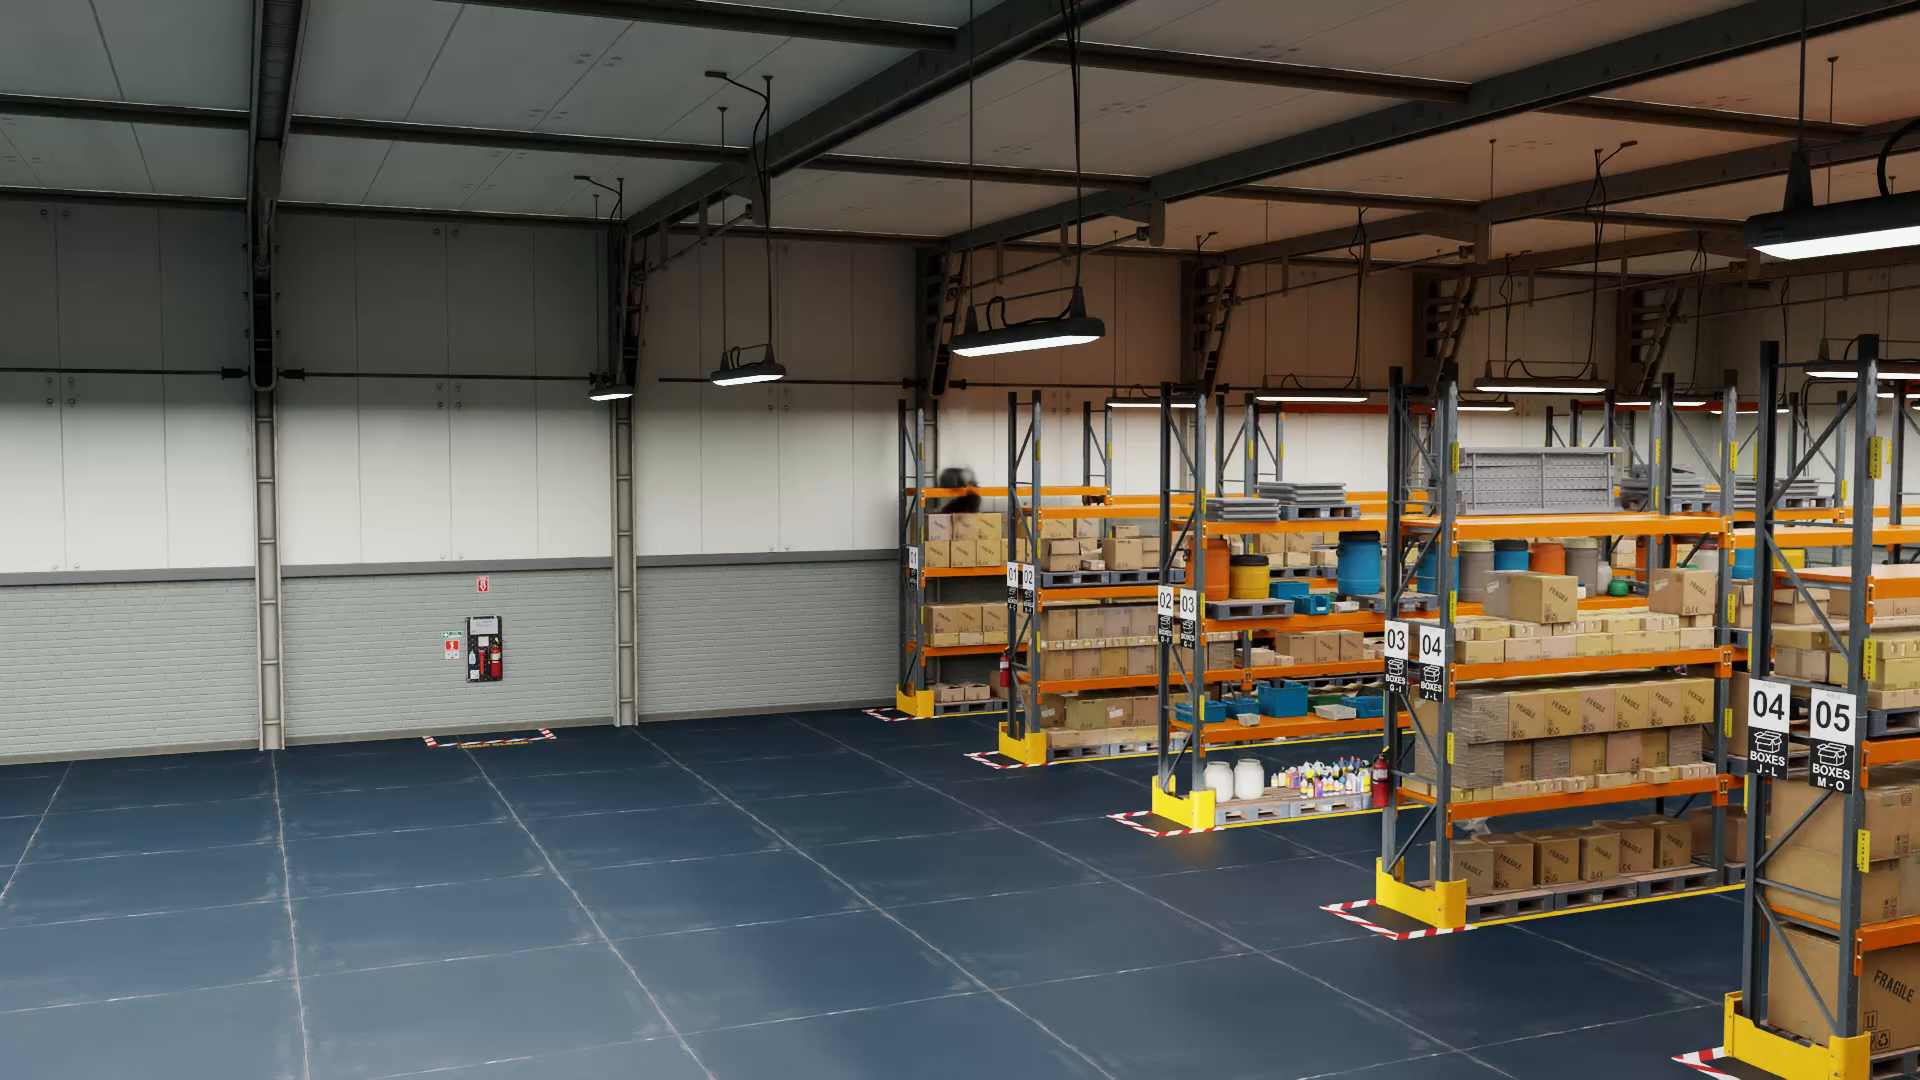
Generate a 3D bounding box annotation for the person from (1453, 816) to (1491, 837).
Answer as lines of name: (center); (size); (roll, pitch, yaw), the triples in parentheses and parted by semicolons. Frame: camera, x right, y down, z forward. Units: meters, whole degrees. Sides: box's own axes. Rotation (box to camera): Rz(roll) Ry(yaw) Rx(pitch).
person: (6.310, 3.080, 20.441); (0.603, 1.739, 0.664); (-2, 4, -27)
